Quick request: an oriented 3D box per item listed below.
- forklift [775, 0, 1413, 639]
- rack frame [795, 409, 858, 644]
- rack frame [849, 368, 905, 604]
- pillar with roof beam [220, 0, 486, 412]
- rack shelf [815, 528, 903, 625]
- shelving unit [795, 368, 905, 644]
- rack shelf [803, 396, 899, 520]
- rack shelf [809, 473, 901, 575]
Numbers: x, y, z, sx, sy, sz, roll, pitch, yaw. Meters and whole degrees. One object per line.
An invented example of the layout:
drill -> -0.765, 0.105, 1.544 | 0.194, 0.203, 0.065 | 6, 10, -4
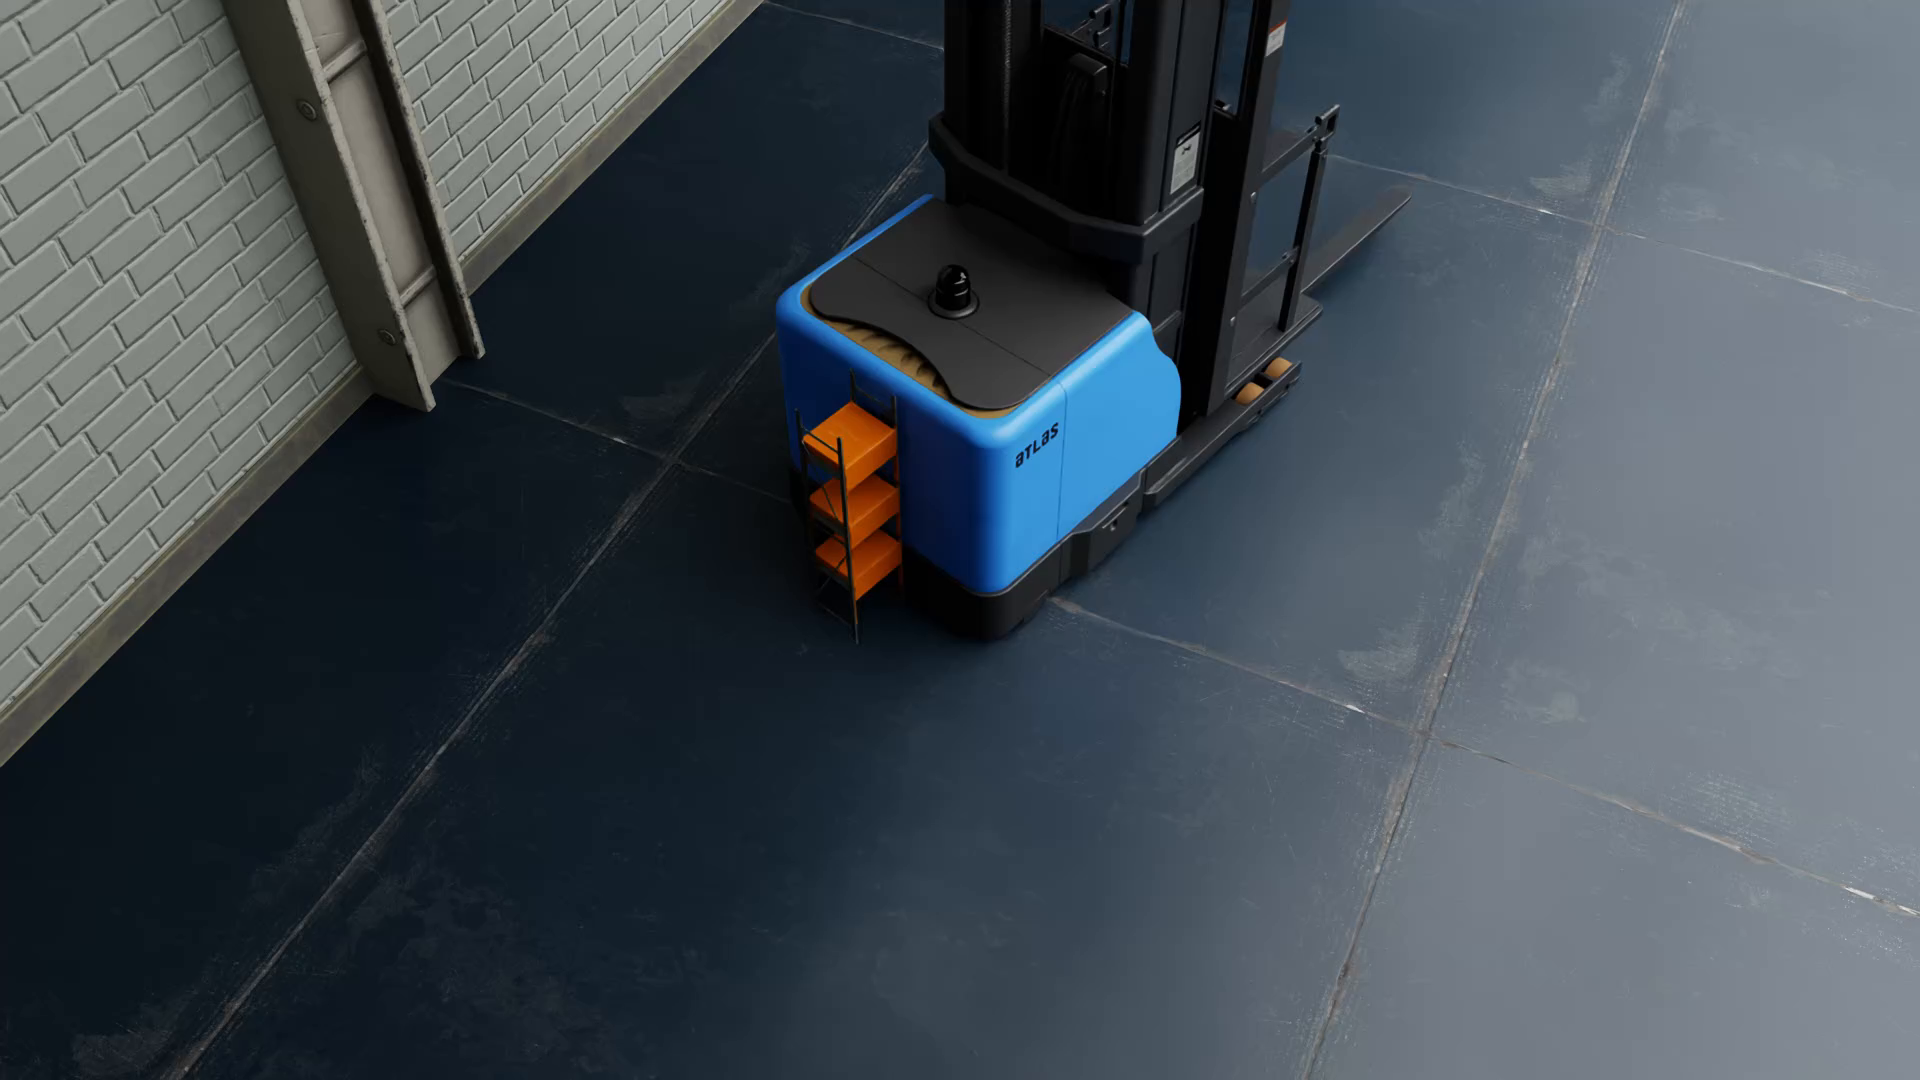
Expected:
forklift -> 0.723, -1.646, 5.726 | 1.130, 2.935, 3.031 | 34, 58, 26
rack frame -> -0.441, -0.020, 5.578 | 0.200, 1.050, 0.008 | 34, 58, 26
rack frame -> -0.278, -0.159, 5.696 | 0.200, 1.050, 0.008 | 34, 58, 26
pillar with roof beam -> 1.700, -2.214, 2.225 | 9.100, 9.000, 0.400 | 20, 52, 16
rack shelf -> -0.359, 0.097, 5.857 | 0.215, 0.259, 0.240 | 34, 58, 26
shelving unit -> -0.359, -0.090, 5.637 | 0.215, 1.050, 0.252 | 34, 58, 26
rack shelf -> -0.359, -0.267, 5.429 | 0.215, 0.259, 0.240 | 34, 58, 26
rack shelf -> -0.359, -0.083, 5.645 | 0.215, 0.259, 0.240 | 34, 58, 26
